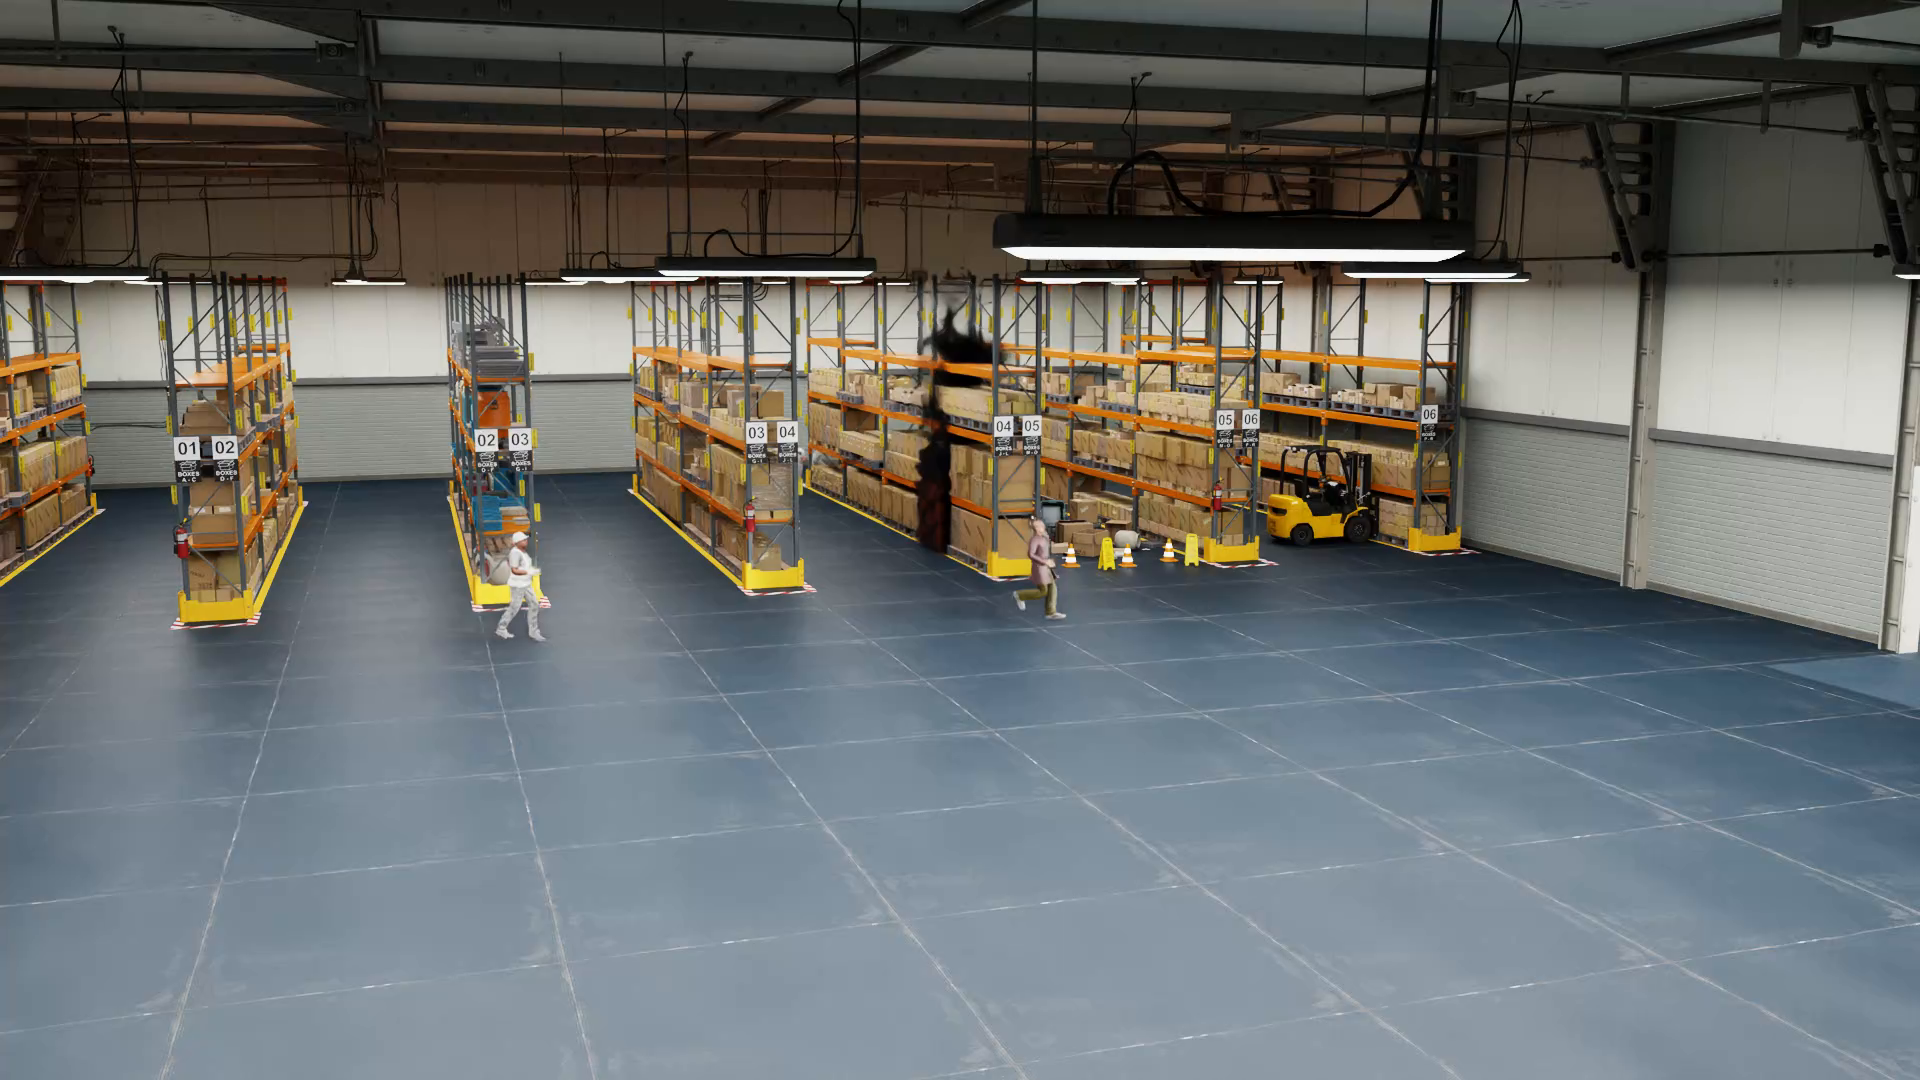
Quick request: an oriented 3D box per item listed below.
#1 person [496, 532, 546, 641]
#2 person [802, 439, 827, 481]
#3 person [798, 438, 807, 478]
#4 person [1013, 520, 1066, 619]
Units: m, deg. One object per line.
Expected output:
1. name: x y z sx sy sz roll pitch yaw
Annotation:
1. person: -7.186 0.778 27.072 0.810 1.838 0.659 1 9 5
2. person: -4.273 -2.661 49.622 0.983 1.770 0.672 -3 9 -17
3. person: -4.392 -1.839 44.537 0.626 1.834 0.747 -2 9 -15
4. person: 1.412 0.517 28.976 0.911 1.743 0.724 3 9 18
